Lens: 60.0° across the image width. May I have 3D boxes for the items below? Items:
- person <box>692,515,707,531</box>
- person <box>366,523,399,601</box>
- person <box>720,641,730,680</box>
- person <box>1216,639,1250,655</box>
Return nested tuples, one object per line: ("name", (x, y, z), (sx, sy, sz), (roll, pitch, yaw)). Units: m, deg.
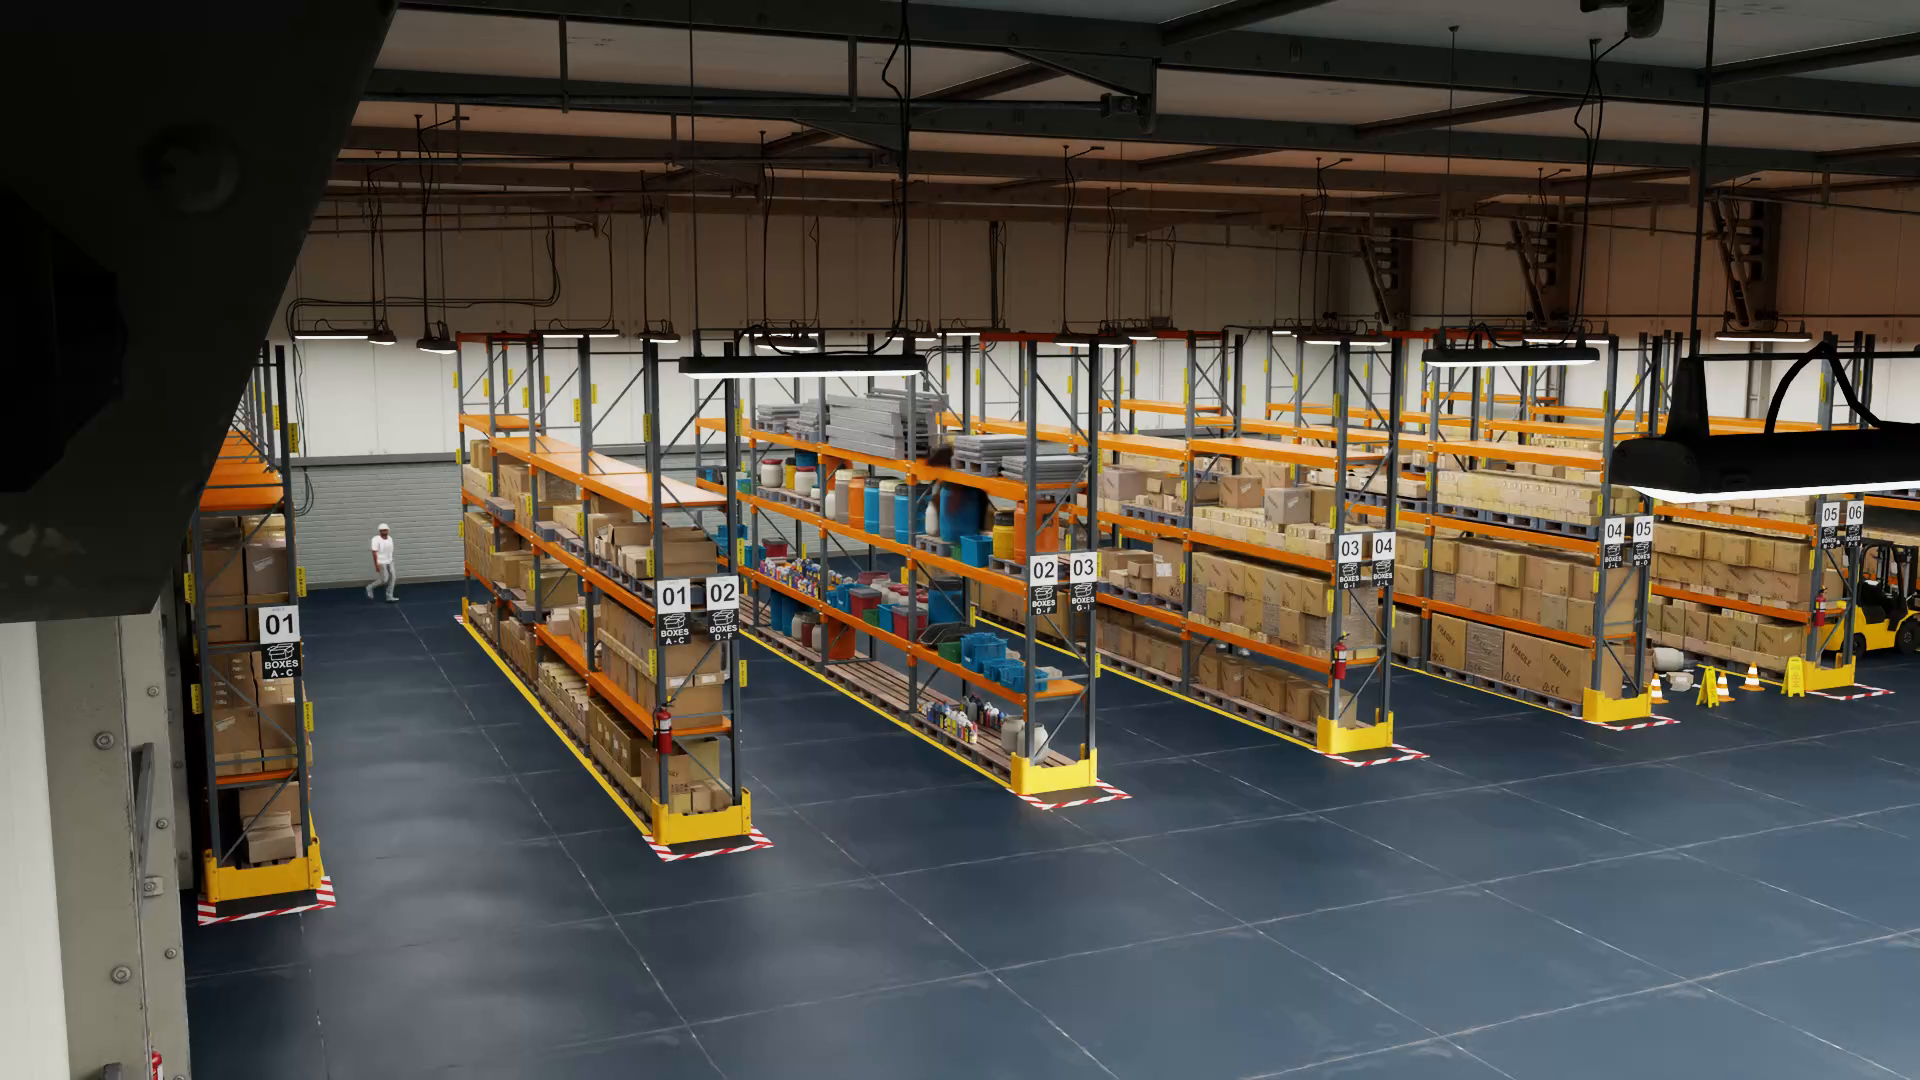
("person", (-6.285, 0.174, 39.684), (0.705, 1.613, 0.502), (0, 8, 0))
("person", (-12.789, 0.493, 36.837), (0.692, 1.740, 0.589), (2, 8, 16))
("person", (-4.138, 1.547, 29.061), (0.675, 1.817, 0.471), (7, 11, 44))
("person", (5.118, 1.318, 31.225), (0.547, 1.625, 0.974), (-3, 8, -19))
